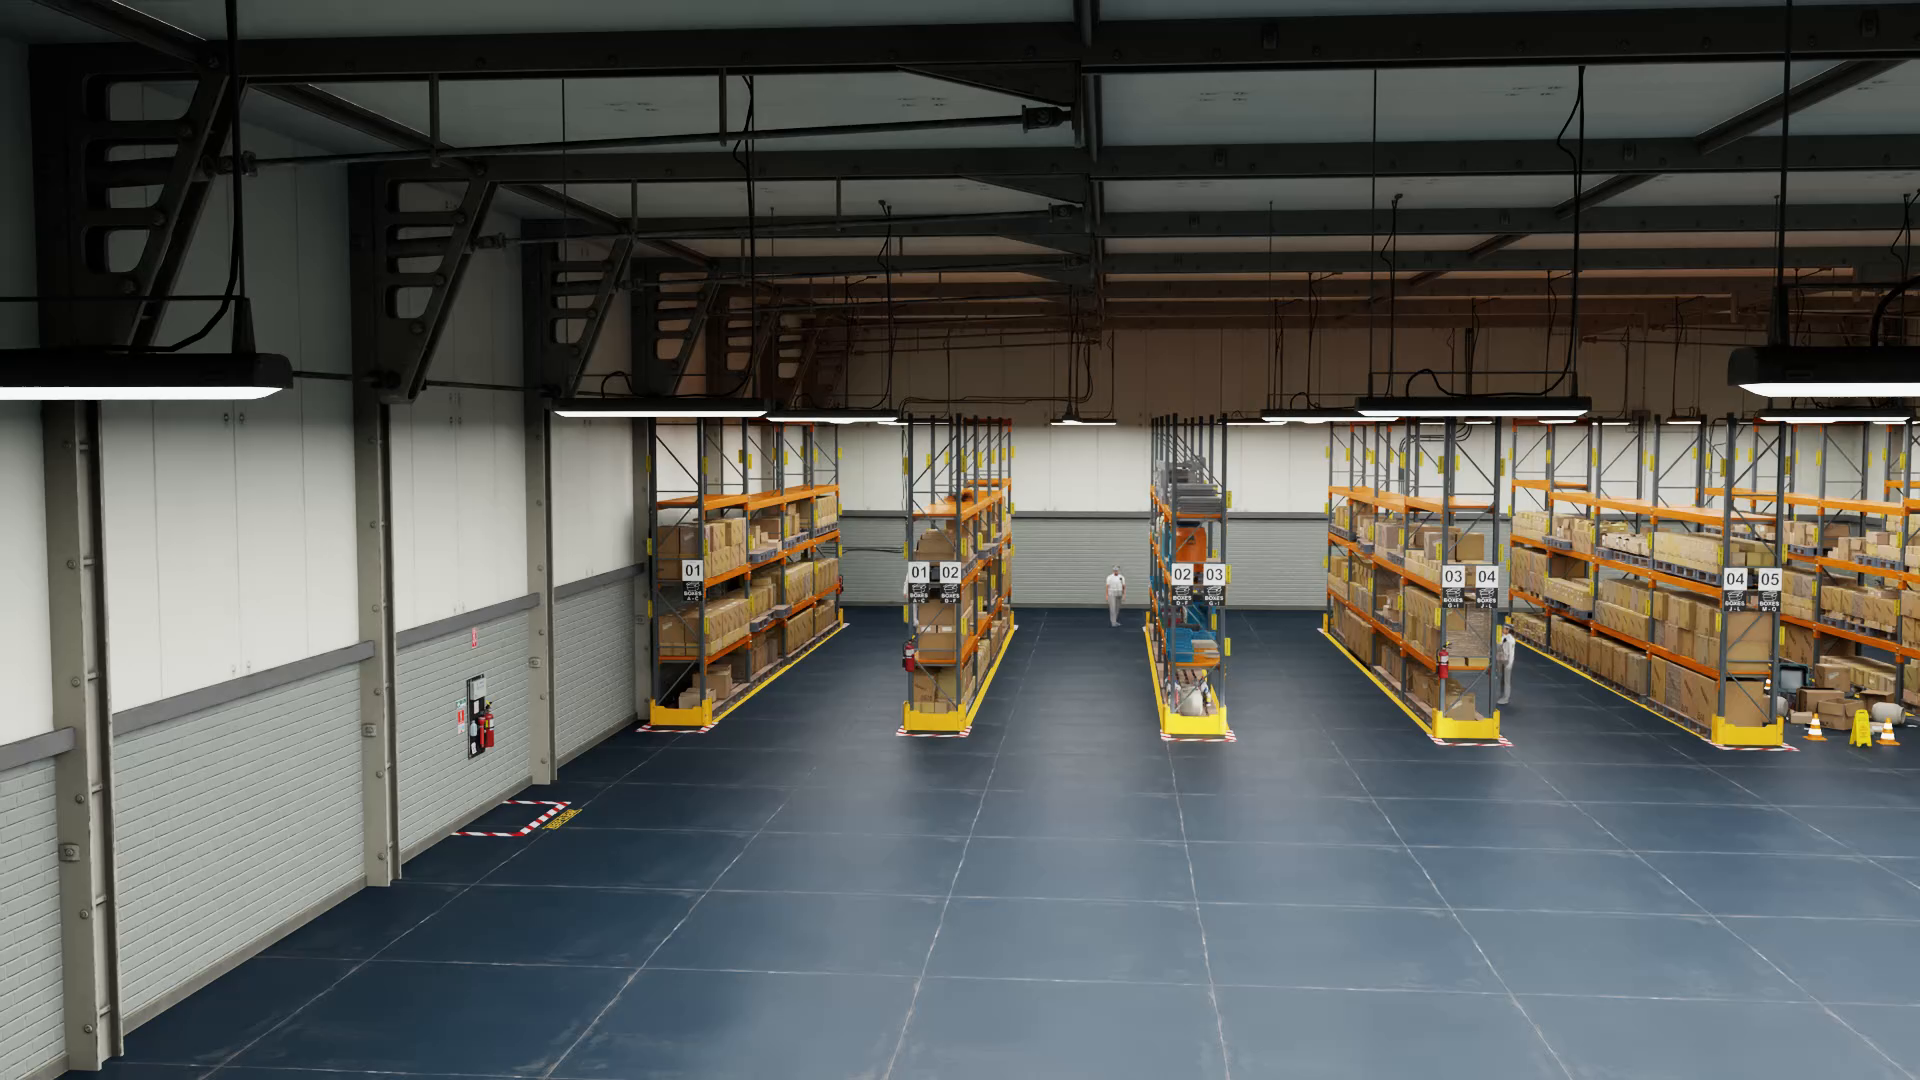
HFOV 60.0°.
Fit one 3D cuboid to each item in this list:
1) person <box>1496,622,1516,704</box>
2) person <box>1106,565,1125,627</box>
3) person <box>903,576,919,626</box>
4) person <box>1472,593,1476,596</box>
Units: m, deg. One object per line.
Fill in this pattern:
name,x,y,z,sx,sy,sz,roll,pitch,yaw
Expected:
person,11.321,2.550,34.666,0.543,1.681,0.481,-2,4,-29
person,4.547,1.615,48.063,0.557,1.754,0.631,-2,4,-26
person,-1.253,1.600,48.192,0.659,1.740,0.932,-3,5,-41
person,13.360,1.949,43.031,0.451,1.768,0.594,-1,4,-8
